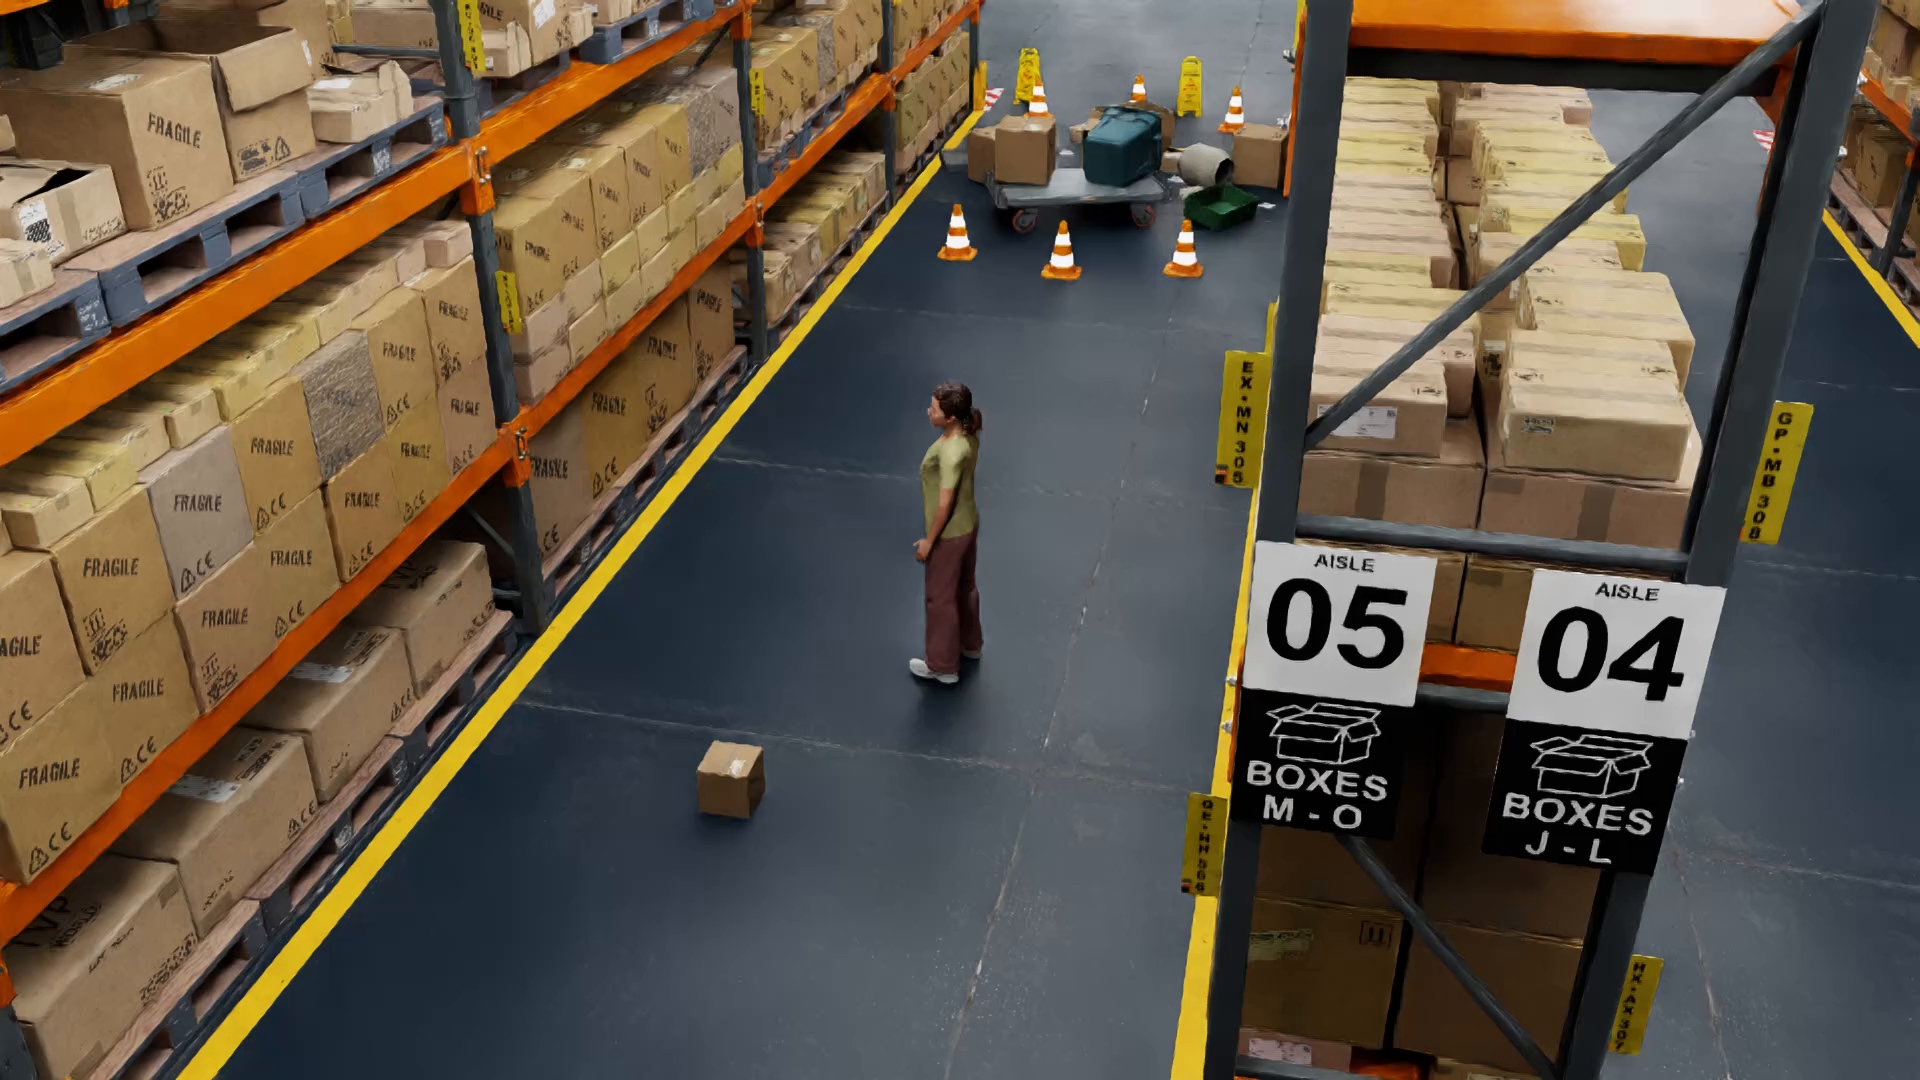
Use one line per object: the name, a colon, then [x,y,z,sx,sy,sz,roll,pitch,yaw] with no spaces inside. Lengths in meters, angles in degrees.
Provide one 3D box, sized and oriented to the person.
person: [-0.081,0.060,8.726,0.360,1.425,0.481,7,30,13]
